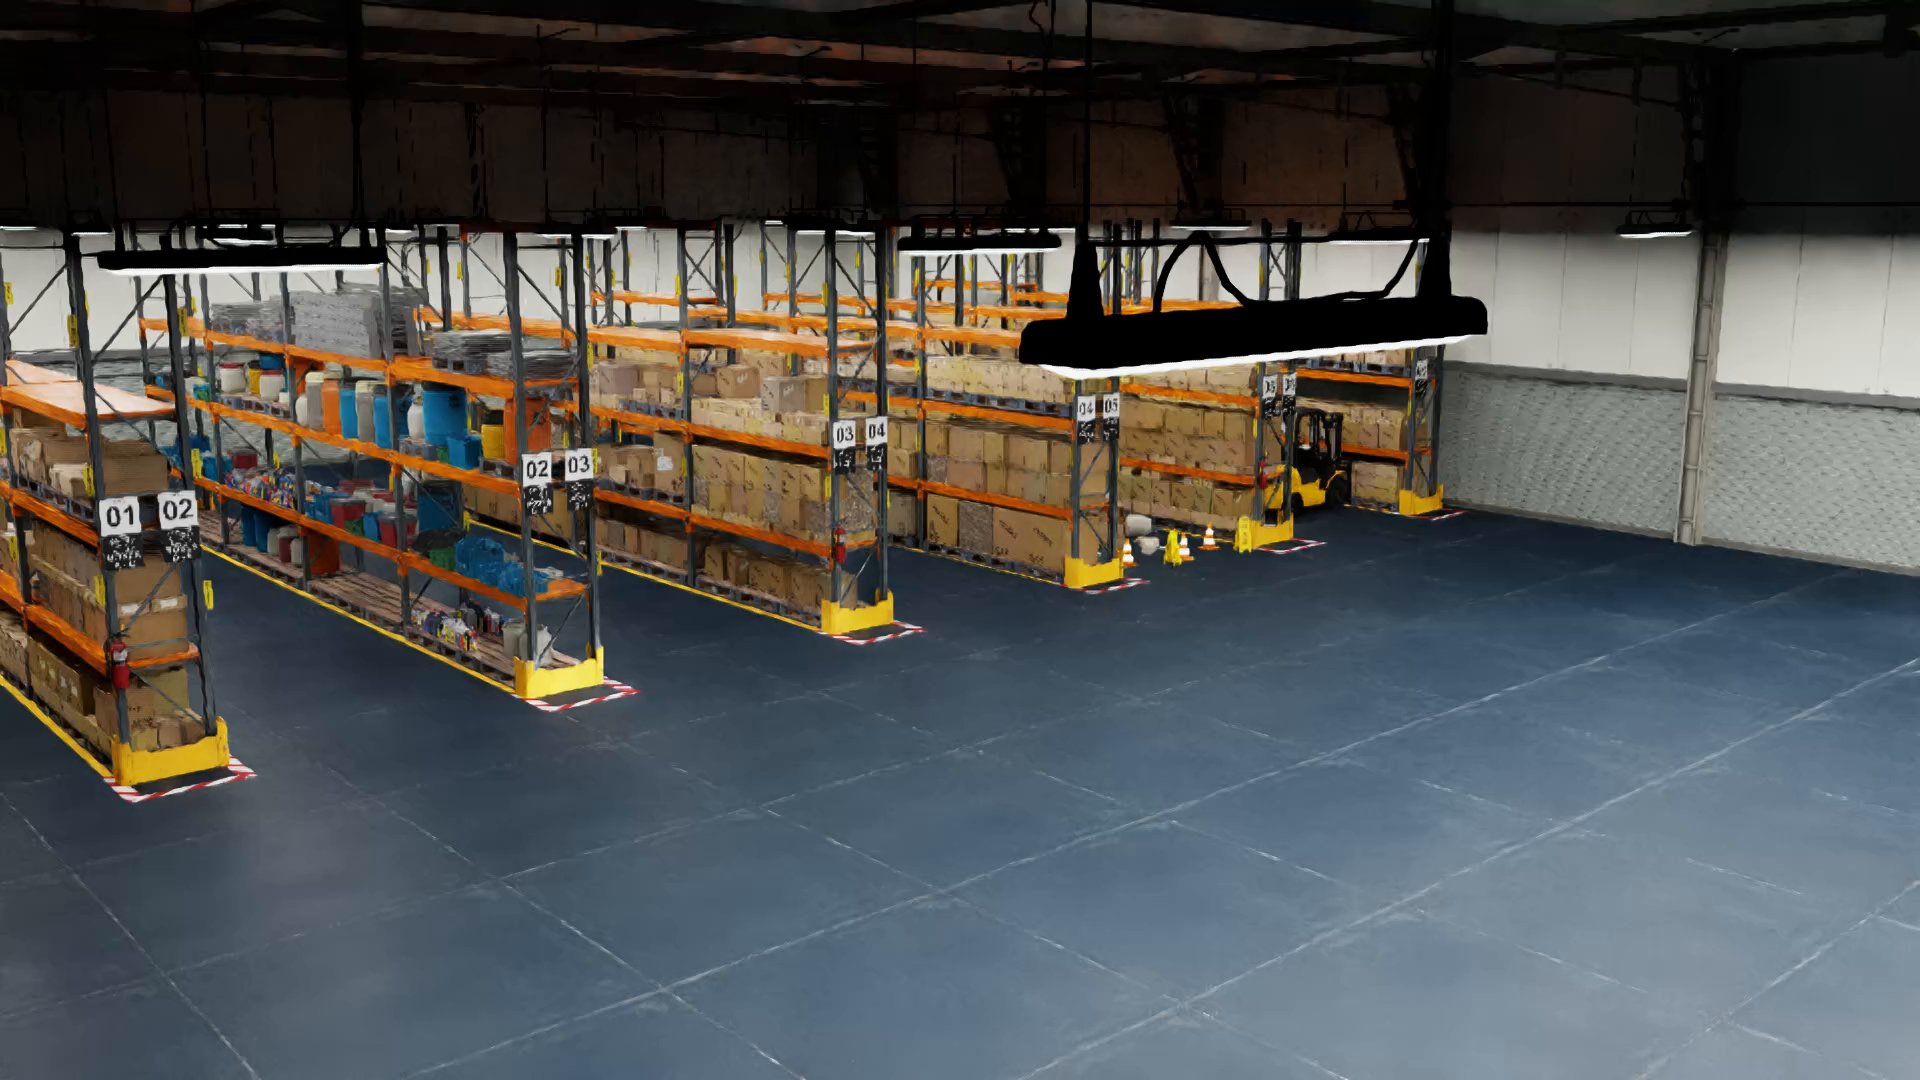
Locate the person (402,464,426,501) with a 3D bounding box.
[{"bbox_3d":[-11.164,-1.215,33.810,0.639,1.628,0.512,-10,15,-42],"label":"person"}]

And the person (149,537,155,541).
[{"bbox_3d":[-12.693,0.300,25.799,0.631,1.775,0.677,-2,12,-11],"label":"person"}]

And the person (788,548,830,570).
[{"bbox_3d":[-2.629,-0.300,28.978,0.566,1.706,1.122,-9,15,-38],"label":"person"}]
